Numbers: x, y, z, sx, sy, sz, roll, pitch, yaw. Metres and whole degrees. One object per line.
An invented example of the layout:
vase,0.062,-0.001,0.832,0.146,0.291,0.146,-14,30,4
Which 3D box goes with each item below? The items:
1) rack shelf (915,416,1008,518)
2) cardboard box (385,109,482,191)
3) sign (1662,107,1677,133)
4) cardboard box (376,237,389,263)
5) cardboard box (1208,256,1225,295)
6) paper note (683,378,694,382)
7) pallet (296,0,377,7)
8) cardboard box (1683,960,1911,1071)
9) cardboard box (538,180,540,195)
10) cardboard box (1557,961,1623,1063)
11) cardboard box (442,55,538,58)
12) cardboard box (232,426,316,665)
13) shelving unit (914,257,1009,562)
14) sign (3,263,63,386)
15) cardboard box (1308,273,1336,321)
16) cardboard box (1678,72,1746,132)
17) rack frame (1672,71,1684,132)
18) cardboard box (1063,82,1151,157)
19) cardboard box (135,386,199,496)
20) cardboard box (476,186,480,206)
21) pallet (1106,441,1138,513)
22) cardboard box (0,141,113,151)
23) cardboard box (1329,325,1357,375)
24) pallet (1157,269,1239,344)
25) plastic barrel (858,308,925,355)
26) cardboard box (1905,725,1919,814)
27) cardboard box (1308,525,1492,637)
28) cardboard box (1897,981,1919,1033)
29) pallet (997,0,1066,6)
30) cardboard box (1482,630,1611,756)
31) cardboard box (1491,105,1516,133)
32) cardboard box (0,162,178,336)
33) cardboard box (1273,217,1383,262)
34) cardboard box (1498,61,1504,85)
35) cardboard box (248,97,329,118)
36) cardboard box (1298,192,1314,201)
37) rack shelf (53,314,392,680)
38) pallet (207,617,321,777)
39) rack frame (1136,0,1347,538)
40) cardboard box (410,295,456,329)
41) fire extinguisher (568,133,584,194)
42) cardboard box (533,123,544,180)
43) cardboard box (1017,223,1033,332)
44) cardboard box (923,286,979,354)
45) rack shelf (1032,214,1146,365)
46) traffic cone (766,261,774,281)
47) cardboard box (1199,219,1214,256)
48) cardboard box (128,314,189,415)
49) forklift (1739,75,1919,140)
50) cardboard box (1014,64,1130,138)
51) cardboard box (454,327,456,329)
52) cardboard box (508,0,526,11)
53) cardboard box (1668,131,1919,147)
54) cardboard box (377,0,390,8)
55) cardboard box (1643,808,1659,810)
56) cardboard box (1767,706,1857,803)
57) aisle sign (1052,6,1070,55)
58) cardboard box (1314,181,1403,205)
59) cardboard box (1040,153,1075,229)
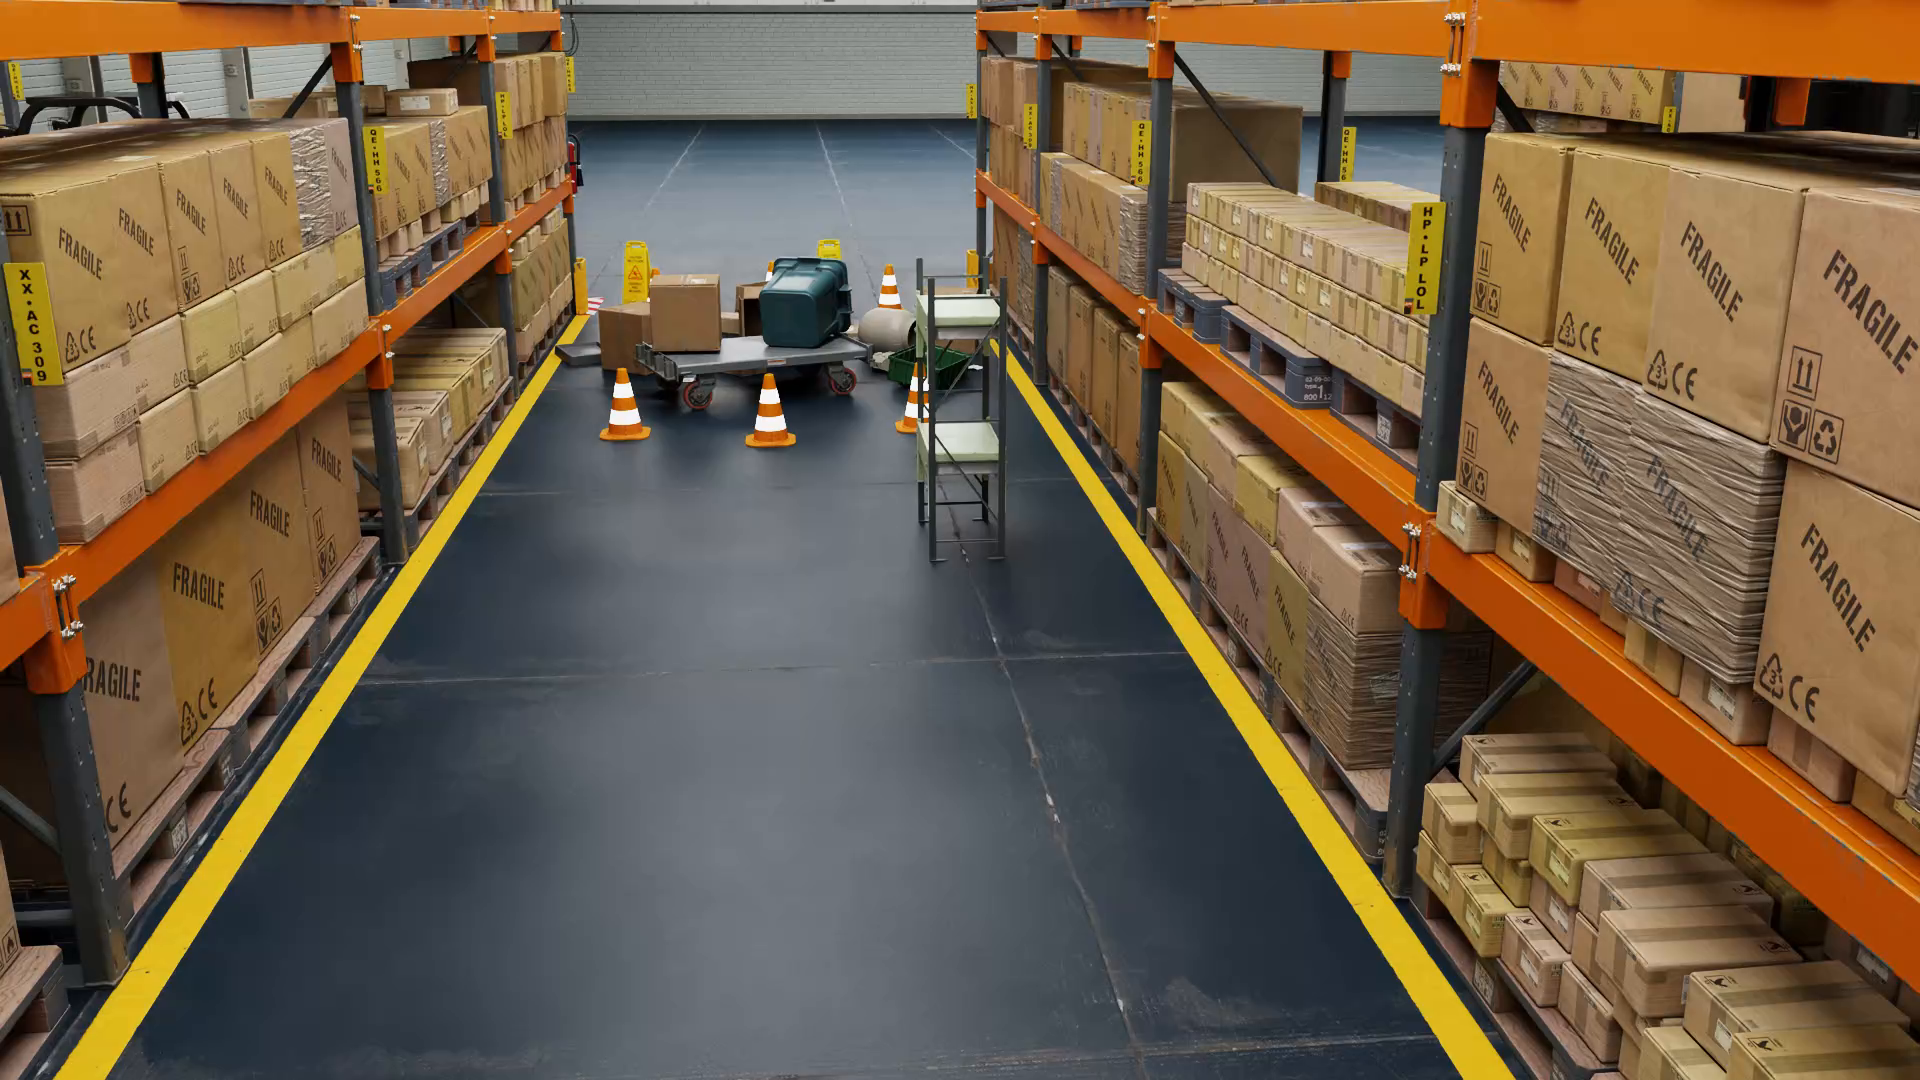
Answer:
rack shelf,-0.001,-0.407,9.056,0.431,0.370,0.720,-2,18,-6
cardboard box,-3.505,-2.597,11.078,0.500,0.500,0.500,-2,18,-5
sign,5.485,-3.186,12.872,0.100,0.325,0.005,-2,18,-6
cardboard box,-3.265,-1.562,8.864,0.380,0.149,0.250,-3,18,-9
cardboard box,1.394,-1.258,7.893,0.380,0.149,0.250,-1,17,-3
paper note,-2.191,-1.280,13.202,0.148,0.019,0.142,-2,18,-6
pallet,-3.302,-2.445,7.264,1.213,0.211,1.003,-1,17,-3
cardboard box,1.884,1.091,3.758,0.380,0.149,0.250,-3,18,-8
cardboard box,-3.723,-2.925,13.906,0.380,0.149,0.250,-2,18,-6
cardboard box,1.804,1.219,4.346,0.380,0.149,0.250,-2,18,-7
cardboard box,-3.863,-3.746,13.768,0.700,0.500,0.500,-2,18,-6
cardboard box,-3.344,-0.006,7.036,0.875,0.875,0.875,-2,17,-5
shelving unit,-0.001,-0.718,8.959,0.431,1.500,0.755,-2,18,-6
sign,-2.456,-0.571,4.409,0.100,0.325,0.005,-2,18,-6
cardboard box,1.558,-0.931,6.358,0.380,0.149,0.250,-3,18,-8
cardboard box,5.966,-3.037,12.142,1.000,1.000,1.000,-2,18,-5
rack frame,6.024,-2.792,13.062,1.000,3.000,0.127,-2,18,-6
cardboard box,1.137,-3.046,12.035,0.700,0.500,0.500,-2,18,-7
cardboard box,-2.846,-0.324,5.452,0.500,0.250,0.500,-2,18,-7
cardboard box,-3.496,-2.342,11.348,0.380,0.149,0.250,-2,18,-7
pallet,1.486,-0.384,10.047,1.003,0.211,1.213,-2,18,-6
cardboard box,-3.466,-1.212,6.193,0.500,0.500,0.500,-1,17,-5
cardboard box,1.590,-0.704,6.131,0.380,0.149,0.250,-3,18,-8
pallet,1.672,-1.176,8.237,1.213,0.211,1.003,-2,18,-6
plastic barrel,-0.563,-1.730,13.981,0.512,0.421,0.421,11,21,32
cardboard box,1.905,0.287,2.593,0.500,0.500,0.500,-2,18,-5
cardboard box,1.577,0.135,5.959,0.500,0.250,0.500,-2,18,-7
cardboard box,2.408,1.075,3.810,0.380,0.149,0.250,-2,18,-8
pallet,0.883,-4.664,14.166,1.003,0.211,1.213,-2,18,-6
cardboard box,2.093,0.479,6.117,0.500,0.500,0.500,-1,17,-3
cardboard box,5.641,-4.009,16.274,0.875,0.500,0.500,-2,18,-6
cardboard box,-2.848,-0.918,5.256,0.500,0.500,0.500,-2,18,-6
cardboard box,1.507,-1.232,6.818,0.380,0.149,0.250,-2,18,-6
cardboard box,5.397,-4.478,16.100,0.500,0.500,0.500,-2,18,-6
cardboard box,-3.870,-2.472,9.596,0.380,0.149,0.250,-3,18,-8
cardboard box,1.715,-1.667,9.312,0.500,0.500,0.500,-2,17,-5
rack shelf,-3.215,-0.355,6.501,1.077,0.370,4.000,-2,18,-6
pallet,-3.292,0.636,6.798,1.003,0.211,1.213,-2,18,-6
rack frame,1.492,-1.477,8.874,1.000,3.000,0.127,-2,18,-6
cardboard box,-4.161,-1.900,12.859,0.500,0.500,0.500,-2,18,-6
fire extinguisher,-3.799,-3.689,16.048,0.296,0.674,0.183,-2,18,-6
cardboard box,-3.787,-3.264,13.902,0.500,0.500,0.500,-2,17,-5
cardboard box,0.988,-2.313,14.384,0.875,0.875,0.875,-2,18,-5
cardboard box,-0.101,-1.908,14.416,0.500,0.500,0.500,1,17,4
rack shelf,1.286,-1.730,10.880,1.077,0.370,4.000,-2,18,-6
traffic cone,-1.849,-2.514,16.414,0.336,0.463,0.334,-2,18,-6
cardboard box,1.373,-1.468,8.068,0.380,0.149,0.250,-1,17,-3
cardboard box,-2.855,-0.563,5.380,0.500,0.250,0.500,-2,17,-5
forklift,4.199,-1.072,7.698,1.130,2.935,3.031,1,17,2
cardboard box,0.904,-3.527,13.350,0.875,0.550,0.550,-2,18,-6
cardboard box,-4.162,-1.542,12.970,0.500,0.250,0.500,-1,17,-3
cardboard box,-3.667,-4.284,13.227,0.380,0.149,0.250,-2,18,-7
cardboard box,2.222,-0.820,4.449,0.500,0.500,0.500,-2,18,-8
cardboard box,-3.607,-3.228,9.271,0.797,0.503,0.637,-2,18,-6
cardboard box,2.254,0.817,5.130,0.380,0.149,0.250,-1,17,-5
cardboard box,1.867,0.398,3.320,0.380,0.149,0.250,-1,17,-4
aisle sign,0.958,-5.131,16.173,0.394,0.787,0.004,-2,18,-6
cardboard box,1.999,-1.709,8.339,0.380,0.149,0.250,-2,18,-8
cardboard box,0.866,-2.551,12.129,0.500,0.500,0.500,-2,17,-5
